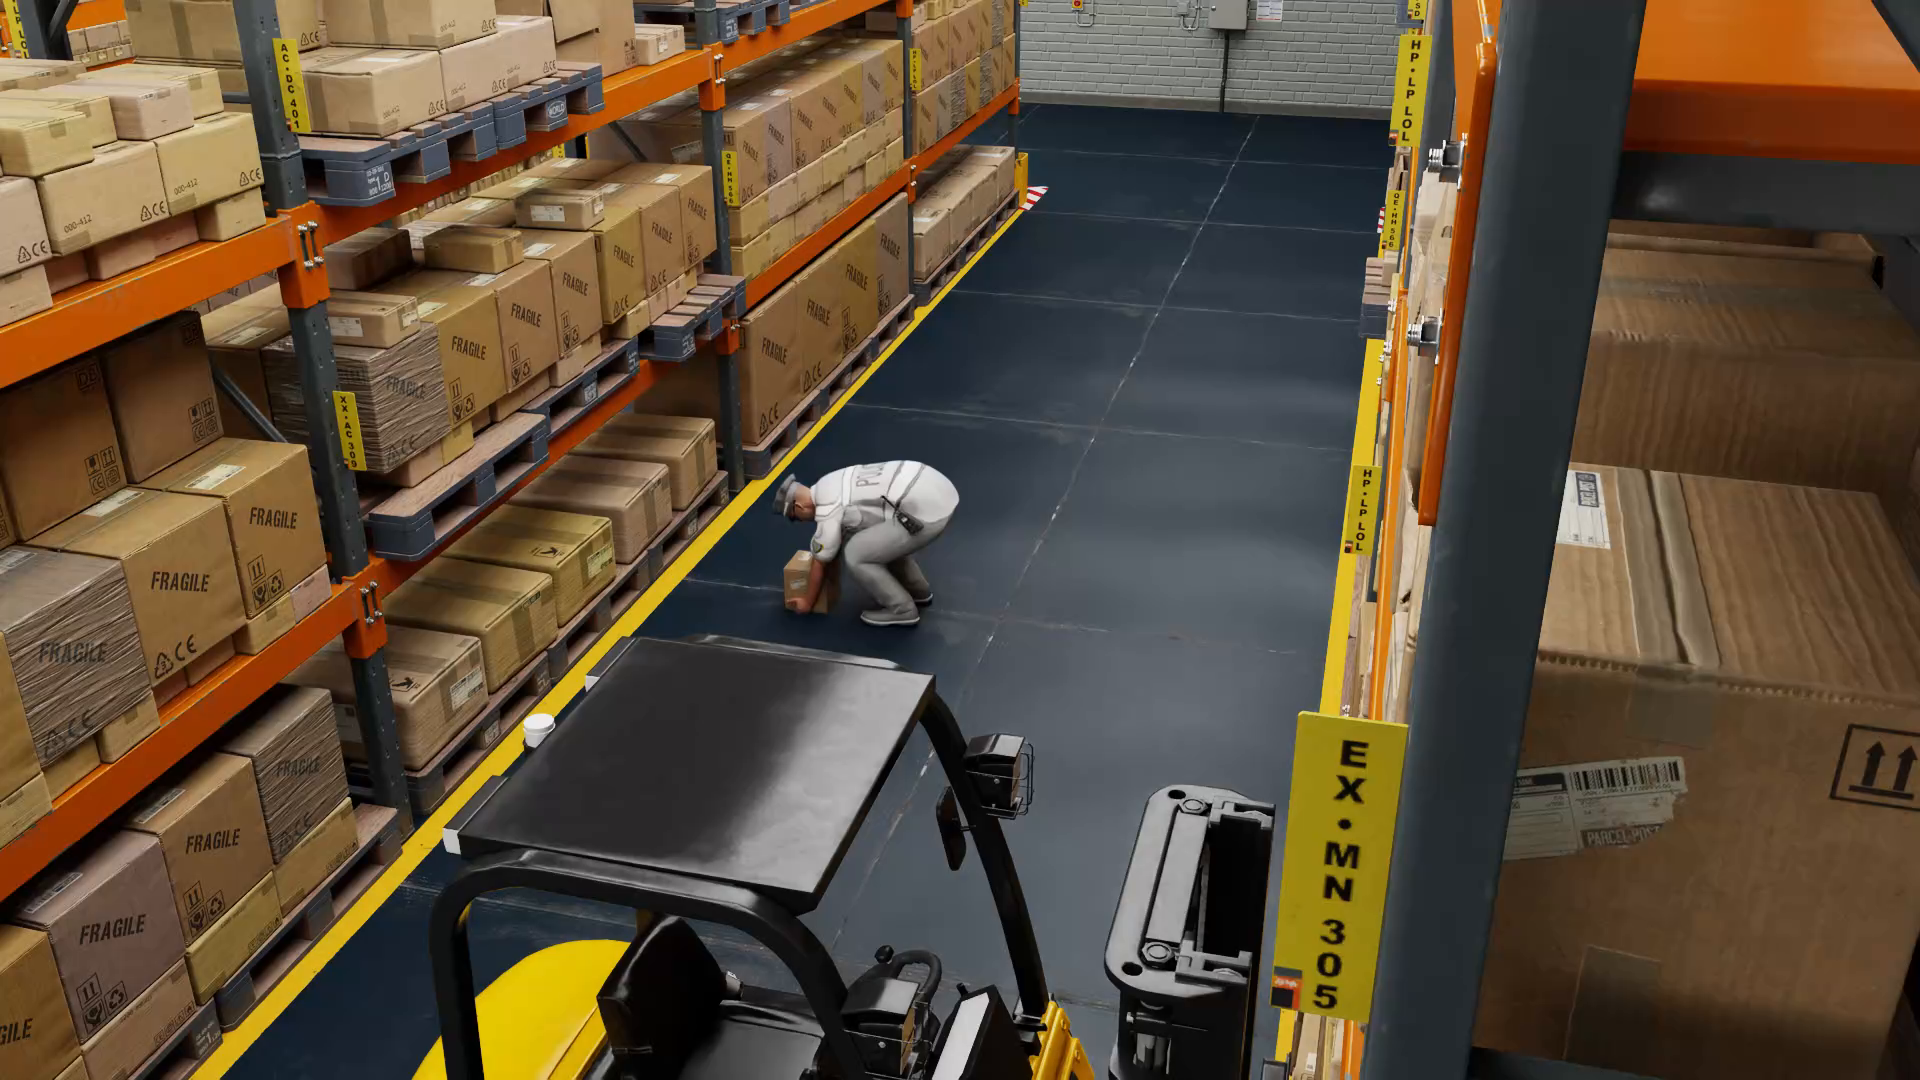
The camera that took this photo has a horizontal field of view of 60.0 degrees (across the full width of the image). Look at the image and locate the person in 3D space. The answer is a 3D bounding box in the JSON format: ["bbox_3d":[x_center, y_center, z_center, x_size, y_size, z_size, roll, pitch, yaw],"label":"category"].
[{"bbox_3d":[-0.540,-0.007,9.171,1.003,0.890,0.545,5,26,11],"label":"person"}]
